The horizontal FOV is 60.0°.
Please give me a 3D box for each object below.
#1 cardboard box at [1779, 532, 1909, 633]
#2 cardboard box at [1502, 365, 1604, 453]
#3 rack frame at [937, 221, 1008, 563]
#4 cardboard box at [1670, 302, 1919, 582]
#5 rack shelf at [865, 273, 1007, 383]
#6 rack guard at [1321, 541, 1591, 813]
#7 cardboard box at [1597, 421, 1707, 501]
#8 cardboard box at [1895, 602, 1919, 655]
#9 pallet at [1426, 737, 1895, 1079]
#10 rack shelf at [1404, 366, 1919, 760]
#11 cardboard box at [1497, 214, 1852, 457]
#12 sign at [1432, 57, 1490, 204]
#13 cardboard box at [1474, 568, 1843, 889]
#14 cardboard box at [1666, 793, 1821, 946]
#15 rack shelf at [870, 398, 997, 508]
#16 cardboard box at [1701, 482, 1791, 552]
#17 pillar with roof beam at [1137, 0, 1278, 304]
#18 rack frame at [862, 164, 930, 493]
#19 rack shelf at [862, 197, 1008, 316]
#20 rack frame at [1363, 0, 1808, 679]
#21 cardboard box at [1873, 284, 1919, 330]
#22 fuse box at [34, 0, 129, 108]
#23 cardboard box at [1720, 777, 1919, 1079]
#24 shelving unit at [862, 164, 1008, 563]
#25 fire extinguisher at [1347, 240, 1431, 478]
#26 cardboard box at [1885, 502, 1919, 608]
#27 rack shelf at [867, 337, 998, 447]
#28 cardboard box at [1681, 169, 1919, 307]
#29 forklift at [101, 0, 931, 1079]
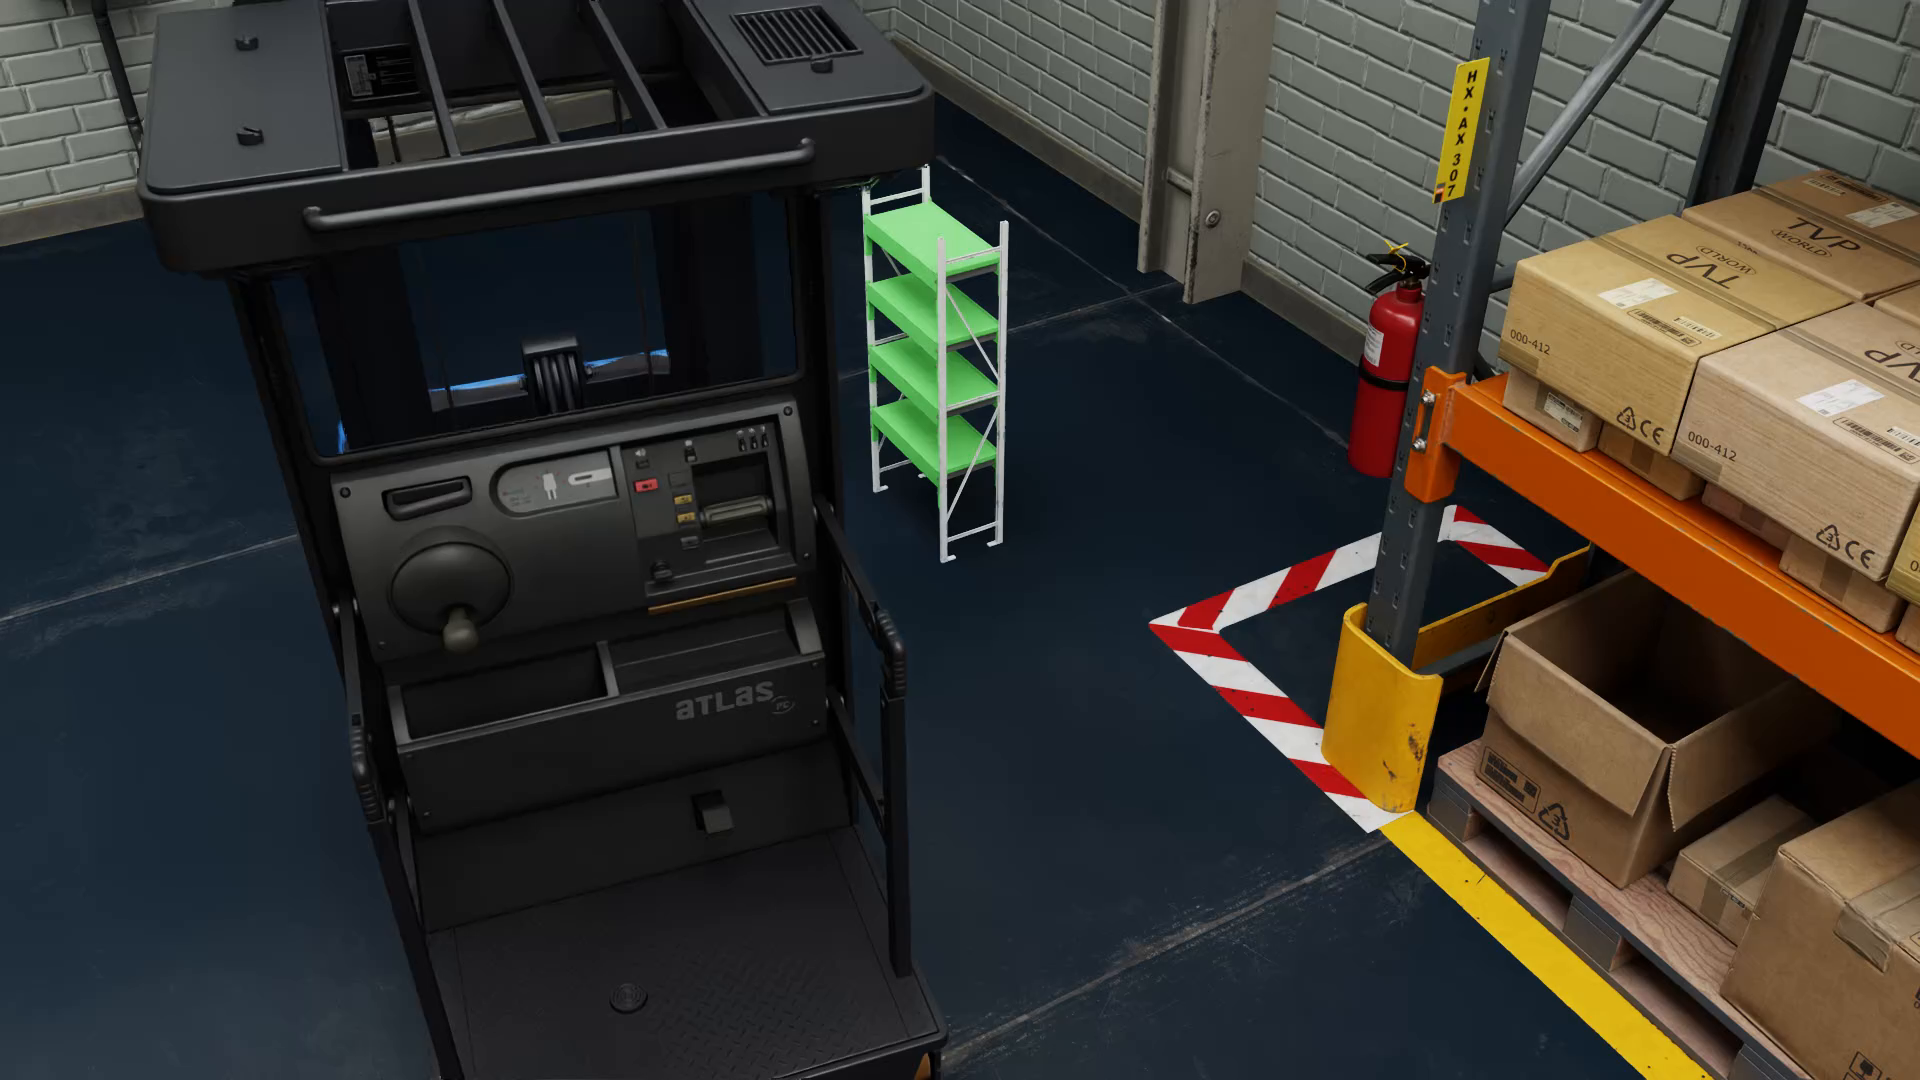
[{"bbox_3d":[1.924,0.012,3.403,0.380,0.149,0.250,-18,40,-23],"label":"cardboard box"},{"bbox_3d":[1.520,-0.374,3.932,0.380,0.149,0.250,-19,40,-24],"label":"cardboard box"},{"bbox_3d":[0.039,-0.445,5.341,0.240,1.200,0.015,-19,40,-24],"label":"rack frame"},{"bbox_3d":[1.841,-0.216,3.377,0.500,0.250,0.500,-18,40,-23],"label":"cardboard box"},{"bbox_3d":[-0.083,-0.711,5.408,0.258,0.148,0.480,-19,40,-24],"label":"rack shelf"},{"bbox_3d":[1.631,0.324,4.883,1.175,0.500,0.348,-19,40,-24],"label":"rack guard"},{"bbox_3d":[1.688,-0.258,3.773,0.380,0.149,0.250,-18,40,-23],"label":"cardboard box"},{"bbox_3d":[2.063,0.146,3.220,0.380,0.149,0.250,-18,40,-23],"label":"cardboard box"},{"bbox_3d":[2.032,0.847,4.412,1.003,0.211,1.213,-19,40,-24],"label":"pallet"},{"bbox_3d":[2.597,0.586,3.015,1.077,0.370,4.000,-19,40,-24],"label":"rack shelf"},{"bbox_3d":[1.588,-0.473,3.729,0.500,0.250,0.500,-19,40,-24],"label":"cardboard box"},{"bbox_3d":[1.123,-0.913,3.723,0.100,0.325,0.005,-19,40,-24],"label":"sign"},{"bbox_3d":[1.818,0.454,4.346,0.797,0.503,0.637,-21,41,-26],"label":"cardboard box"},{"bbox_3d":[1.998,0.825,4.138,0.380,0.149,0.250,-21,41,-26],"label":"cardboard box"},{"bbox_3d":[-0.083,-0.324,5.691,0.258,0.148,0.480,-19,40,-24],"label":"rack shelf"},{"bbox_3d":[1.850,-0.135,3.604,0.380,0.149,0.250,-19,40,-25],"label":"cardboard box"},{"bbox_3d":[-2.705,-3.514,2.931,9.100,9.000,0.400,-19,40,-24],"label":"pillar with roof beam"},{"bbox_3d":[-0.206,-0.693,5.682,0.240,1.200,0.015,-19,40,-24],"label":"rack frame"},{"bbox_3d":[-0.083,-0.905,5.266,0.258,0.148,0.480,-19,40,-24],"label":"rack shelf"},{"bbox_3d":[1.593,-0.725,4.199,1.000,3.000,0.127,-19,40,-24],"label":"rack frame"},{"bbox_3d":[2.311,-0.365,3.581,0.500,0.250,0.500,-19,40,-24],"label":"cardboard box"},{"bbox_3d":[-3.661,-2.148,7.241,0.539,1.711,0.414,-19,40,-24],"label":"fuse box"},{"bbox_3d":[2.214,0.903,3.734,0.700,0.500,0.500,-17,40,-22],"label":"cardboard box"},{"bbox_3d":[-0.083,-0.569,5.512,0.258,1.200,0.503,-19,40,-24],"label":"shelving unit"},{"bbox_3d":[1.119,-0.481,4.247,0.296,0.674,0.183,-19,40,-24],"label":"fire extinguisher"},{"bbox_3d":[2.099,0.042,3.025,0.500,0.250,0.500,-20,41,-25],"label":"cardboard box"},{"bbox_3d":[-0.083,-0.517,5.549,0.258,0.148,0.480,-19,40,-24],"label":"rack shelf"},{"bbox_3d":[2.053,-0.628,3.942,0.500,0.250,0.500,-18,40,-23],"label":"cardboard box"},{"bbox_3d":[-0.717,0.042,3.208,1.130,2.935,3.031,-10,37,-14],"label":"forklift"}]
